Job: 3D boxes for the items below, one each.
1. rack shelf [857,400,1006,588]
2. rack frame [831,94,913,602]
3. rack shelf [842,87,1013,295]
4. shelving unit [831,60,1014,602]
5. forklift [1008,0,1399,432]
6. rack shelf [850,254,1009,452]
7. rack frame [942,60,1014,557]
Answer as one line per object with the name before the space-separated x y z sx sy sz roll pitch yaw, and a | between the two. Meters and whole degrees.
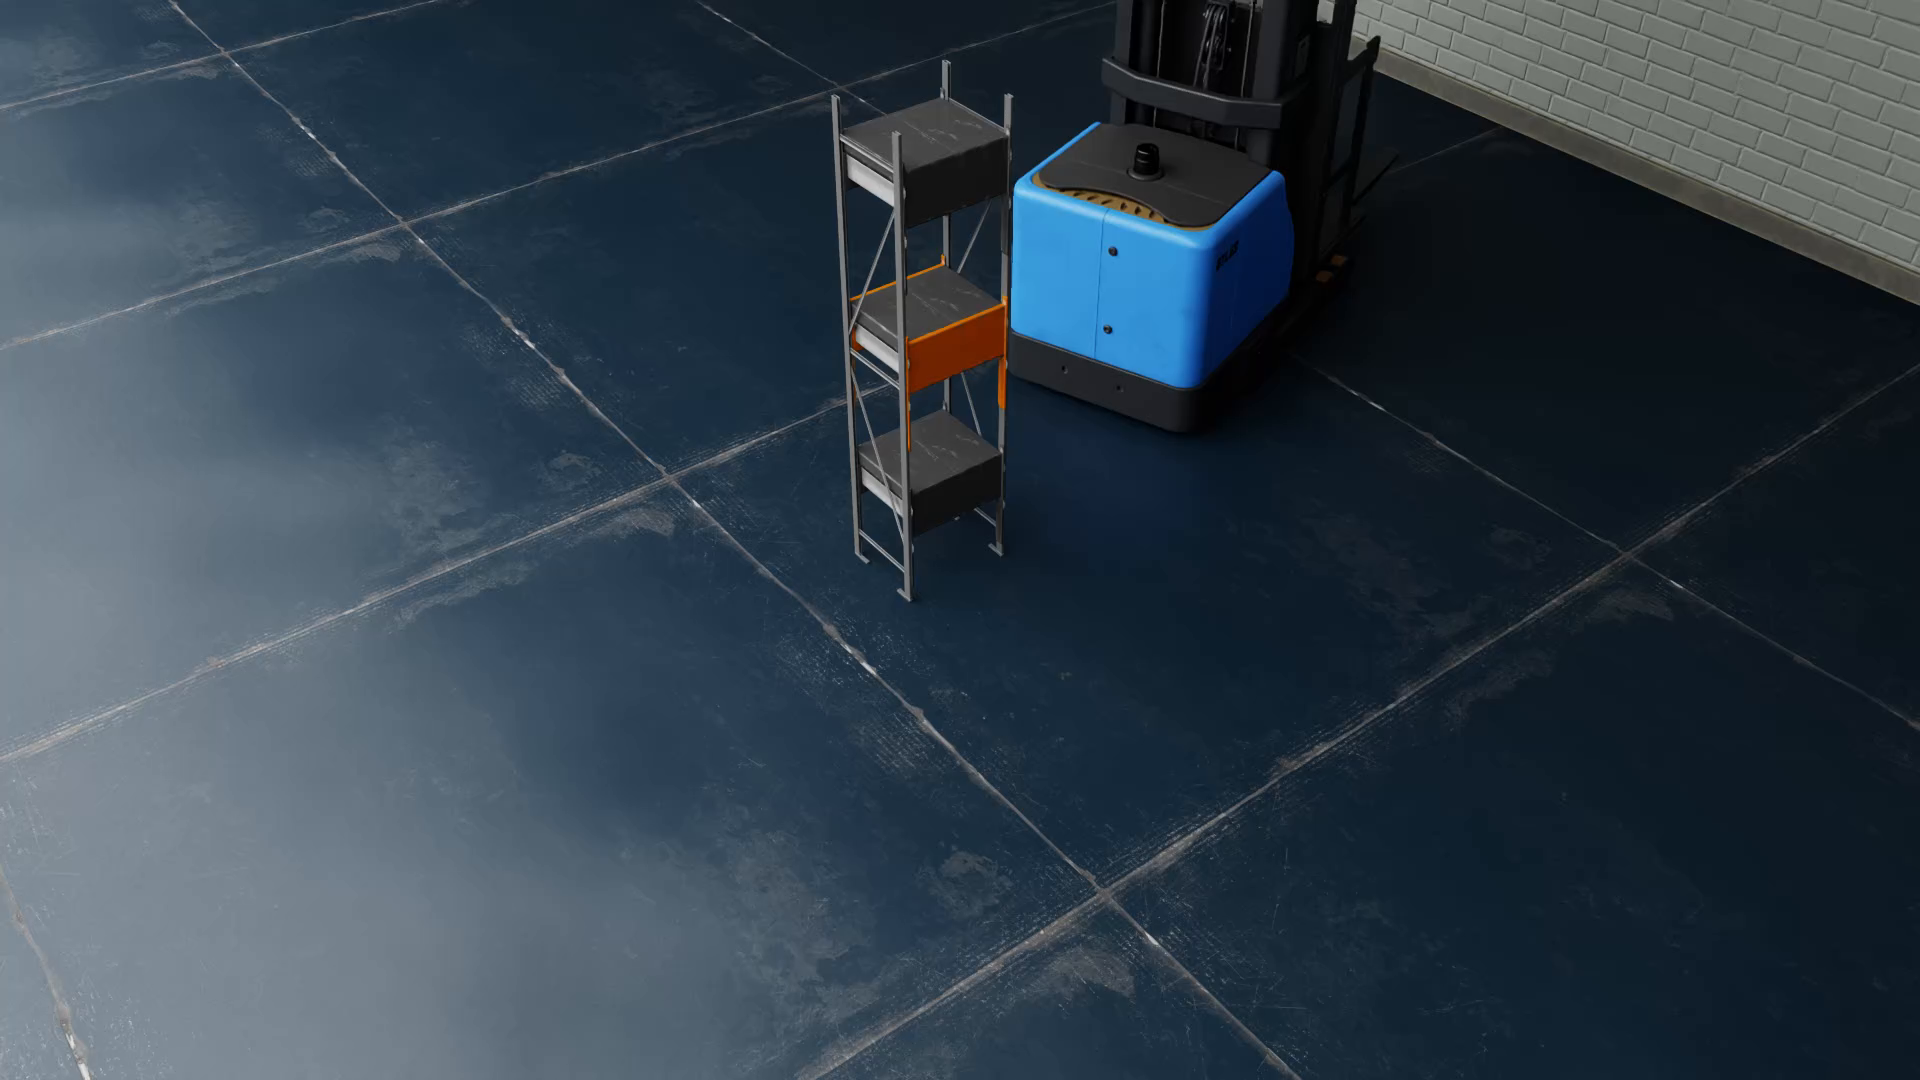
rack shelf | -0.131 -0.196 6.959 0.480 0.518 0.431 -26 46 -28
rack frame | -0.325 -0.654 6.391 0.015 2.100 0.400 -26 46 -28
rack shelf | -0.131 -1.278 6.071 0.480 0.518 0.431 -26 46 -28
shelving unit | -0.131 -0.748 6.506 0.503 2.100 0.431 -26 46 -28
forklift | 1.450 -2.538 8.033 1.130 2.935 3.031 22 44 25
rack shelf | -0.131 -0.737 6.515 0.480 0.518 0.431 -26 46 -28
rack frame | 0.062 -0.842 6.621 0.015 2.100 0.400 -26 46 -28
